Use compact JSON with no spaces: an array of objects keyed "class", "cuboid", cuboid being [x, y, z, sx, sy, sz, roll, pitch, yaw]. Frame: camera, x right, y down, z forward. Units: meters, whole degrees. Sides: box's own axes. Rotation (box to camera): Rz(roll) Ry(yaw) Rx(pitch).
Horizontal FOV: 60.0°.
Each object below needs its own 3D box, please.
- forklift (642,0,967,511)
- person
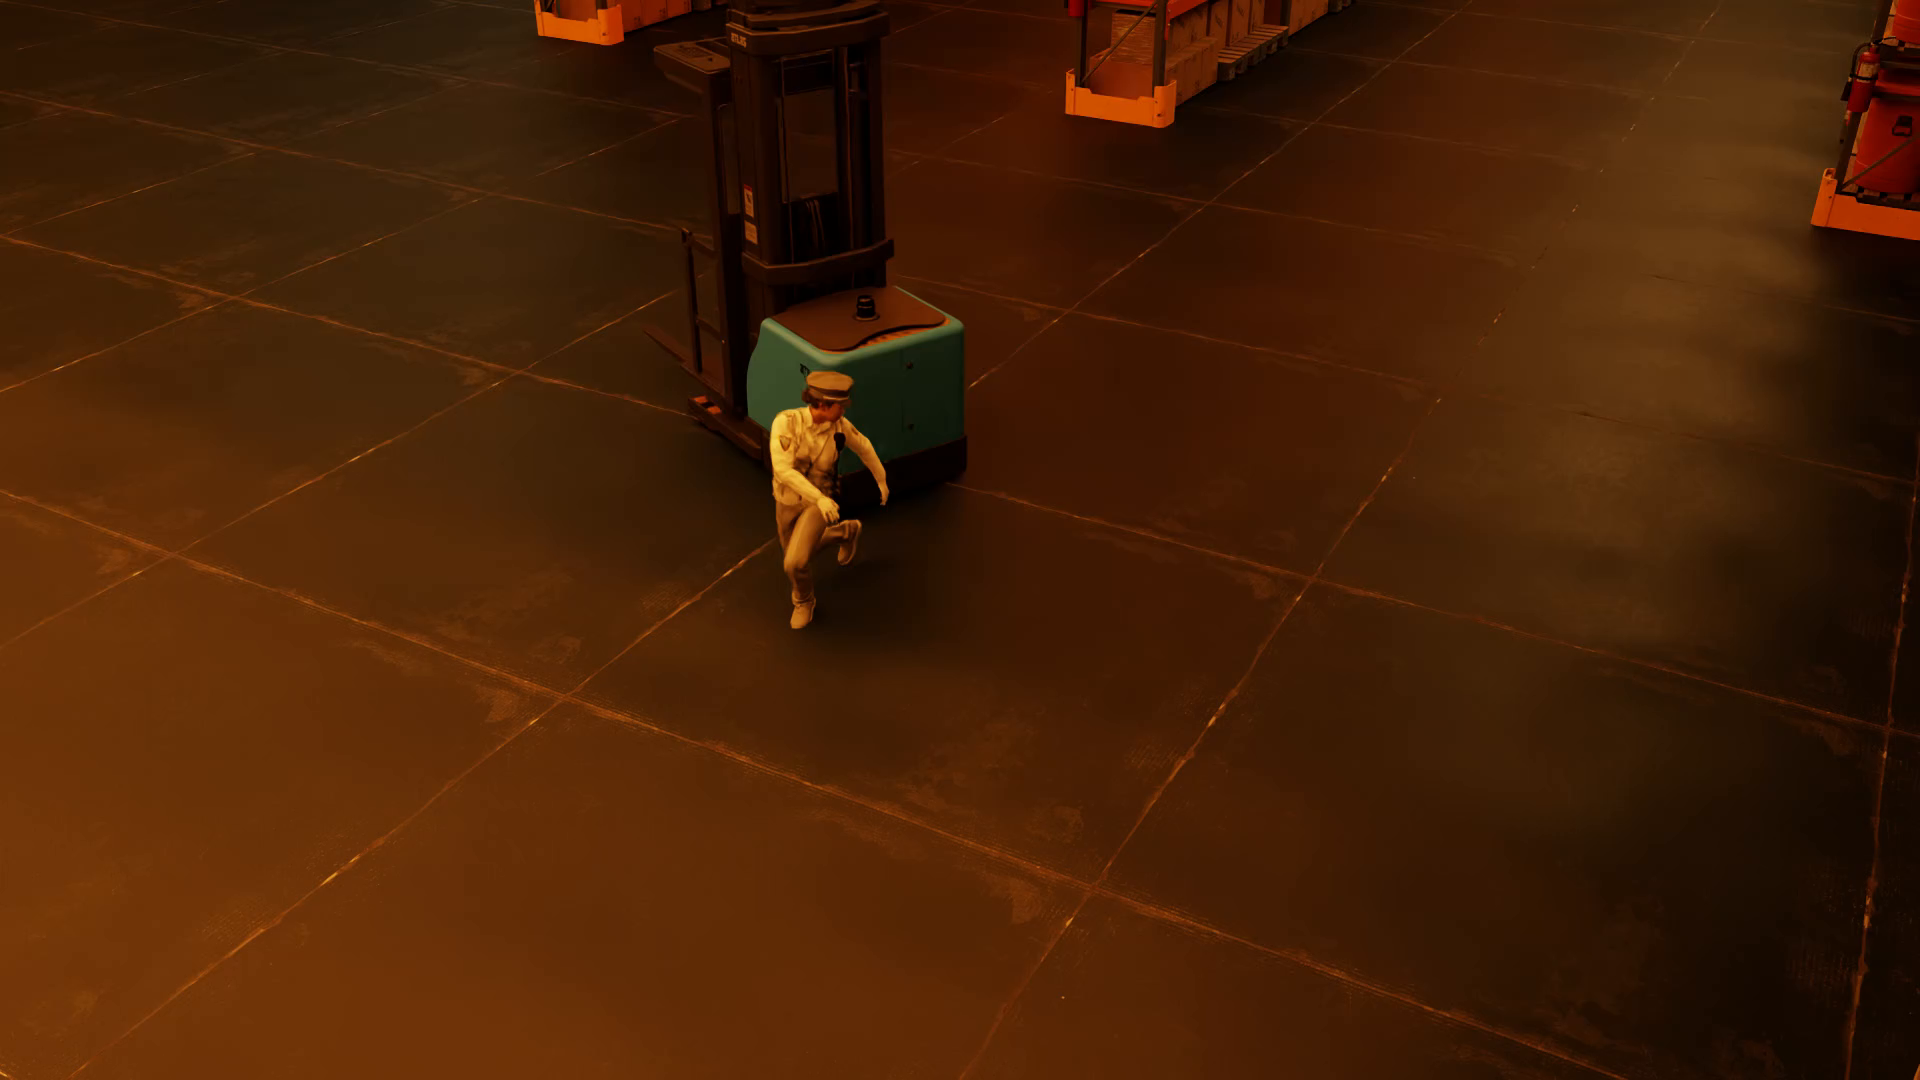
[{"class":"forklift","cuboid":[-1.214,-2.134,10.768,1.130,2.935,3.031,-19,35,-30]},{"class":"person","cuboid":[-0.731,-0.273,9.101,0.580,1.448,0.860,6,31,11]}]
